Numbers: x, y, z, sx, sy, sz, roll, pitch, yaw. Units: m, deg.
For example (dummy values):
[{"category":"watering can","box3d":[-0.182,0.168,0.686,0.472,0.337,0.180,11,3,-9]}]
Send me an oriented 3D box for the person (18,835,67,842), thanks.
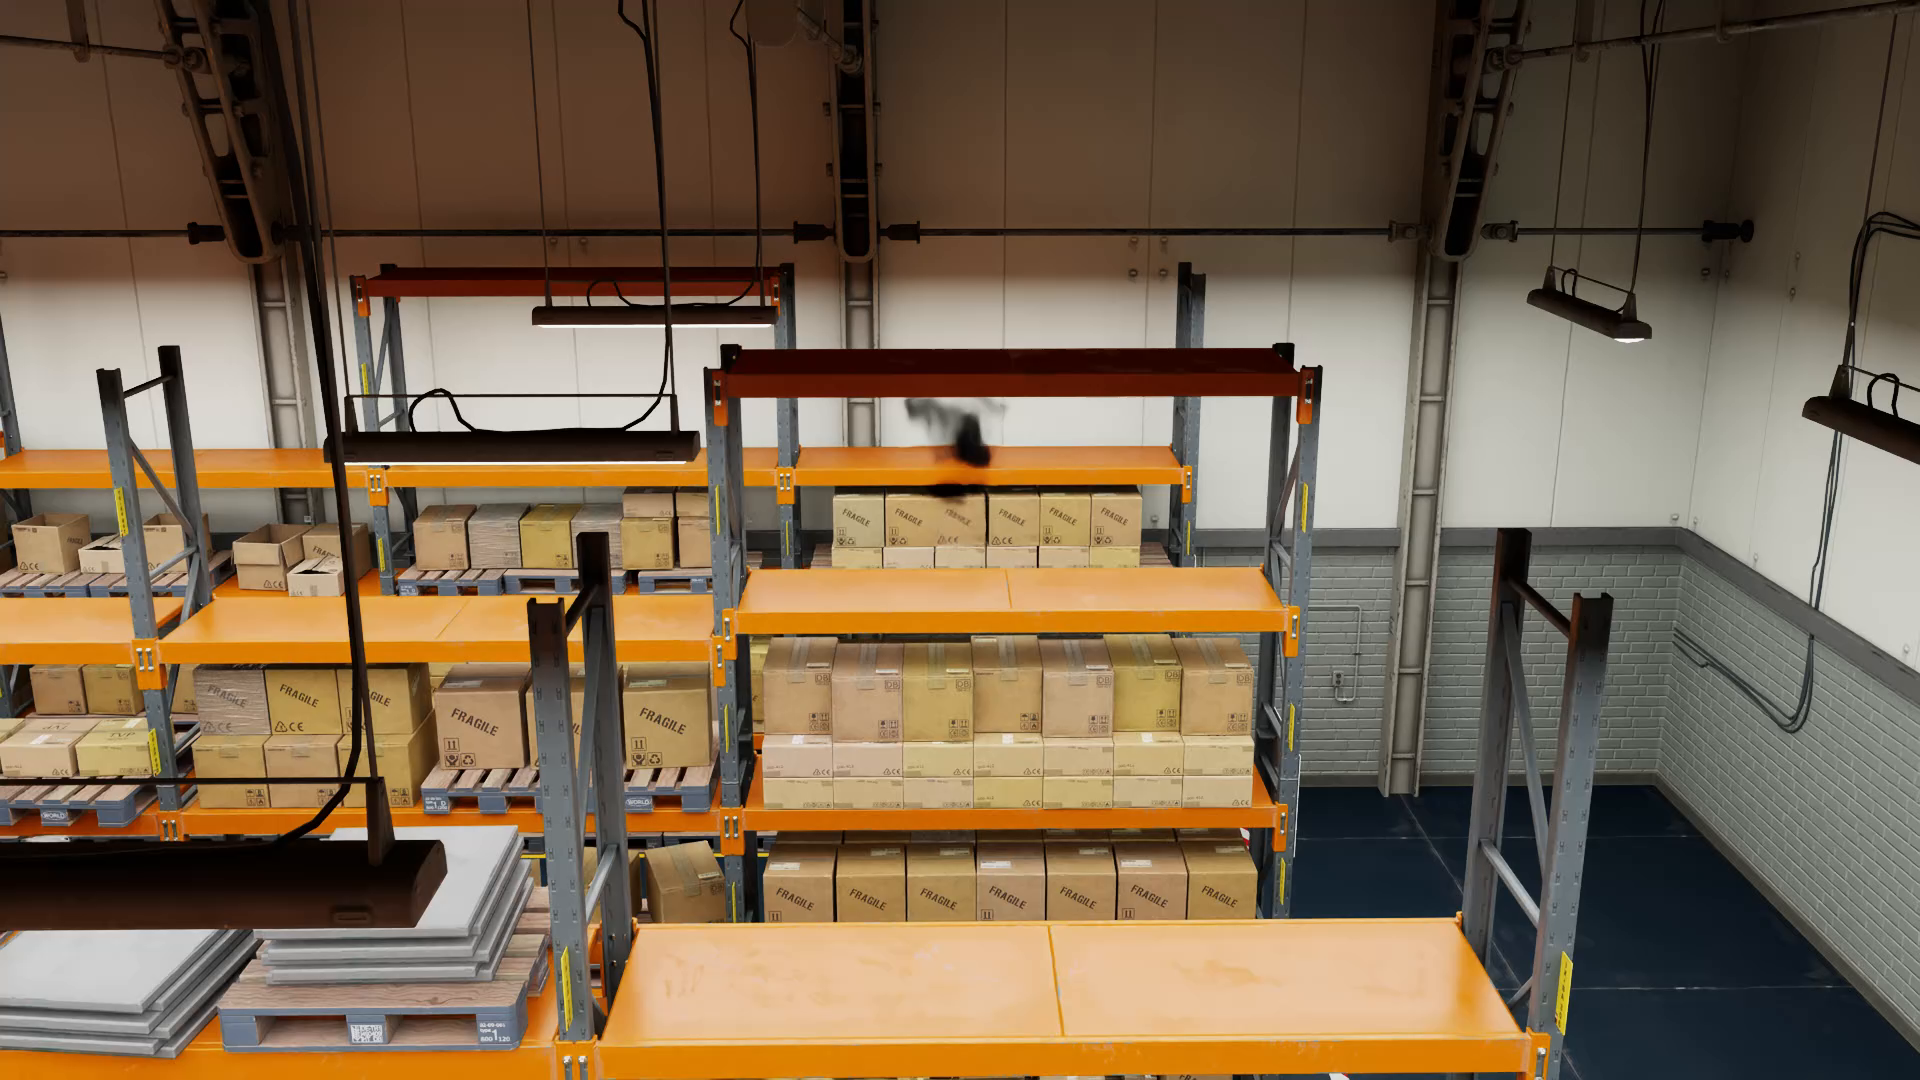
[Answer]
[{"category":"person","box3d":[-8.138,3.143,14.699,0.598,1.746,0.672,-3,16,-9]}]
